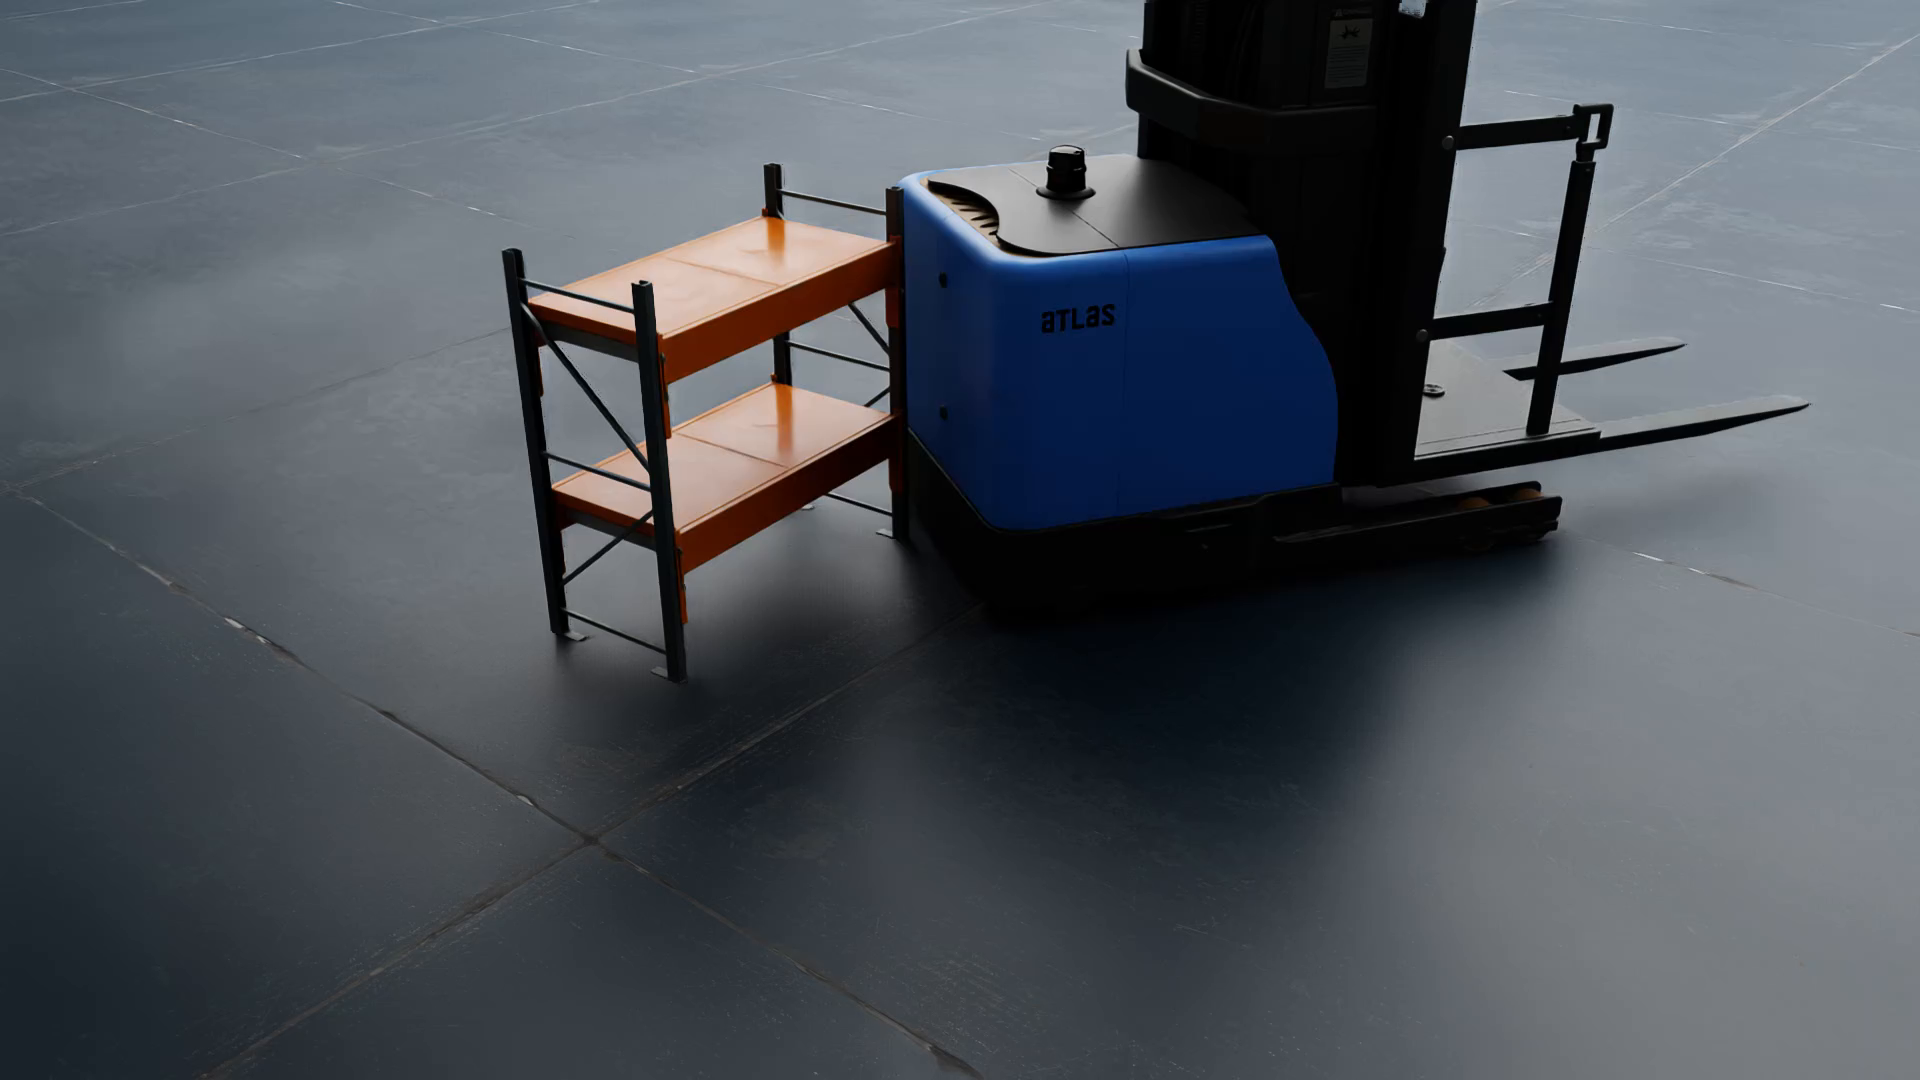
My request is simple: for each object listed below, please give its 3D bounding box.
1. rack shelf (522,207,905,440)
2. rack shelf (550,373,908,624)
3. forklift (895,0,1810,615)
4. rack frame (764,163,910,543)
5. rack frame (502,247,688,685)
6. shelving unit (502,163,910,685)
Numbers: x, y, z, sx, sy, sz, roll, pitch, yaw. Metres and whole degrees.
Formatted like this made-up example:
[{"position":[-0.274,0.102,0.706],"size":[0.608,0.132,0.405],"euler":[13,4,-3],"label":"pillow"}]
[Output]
[{"position":[-0.663,-0.631,4.608],"size":[0.538,0.278,1.000],"euler":[18,32,30],"label":"rack shelf"},{"position":[-0.663,-0.153,4.854],"size":[0.538,0.278,1.000],"euler":[18,32,30],"label":"rack shelf"},{"position":[1.358,-1.485,4.930],"size":[3.031,2.935,1.130],"euler":[-9,29,-17],"label":"forklift"},{"position":[-0.374,-0.563,5.113],"size":[0.500,1.125,0.032],"euler":[18,32,30],"label":"rack frame"},{"position":[-0.952,-0.179,4.371],"size":[0.500,1.125,0.032],"euler":[18,32,30],"label":"rack frame"},{"position":[-0.663,-0.371,4.742],"size":[0.538,1.125,1.048],"euler":[18,32,30],"label":"shelving unit"}]
